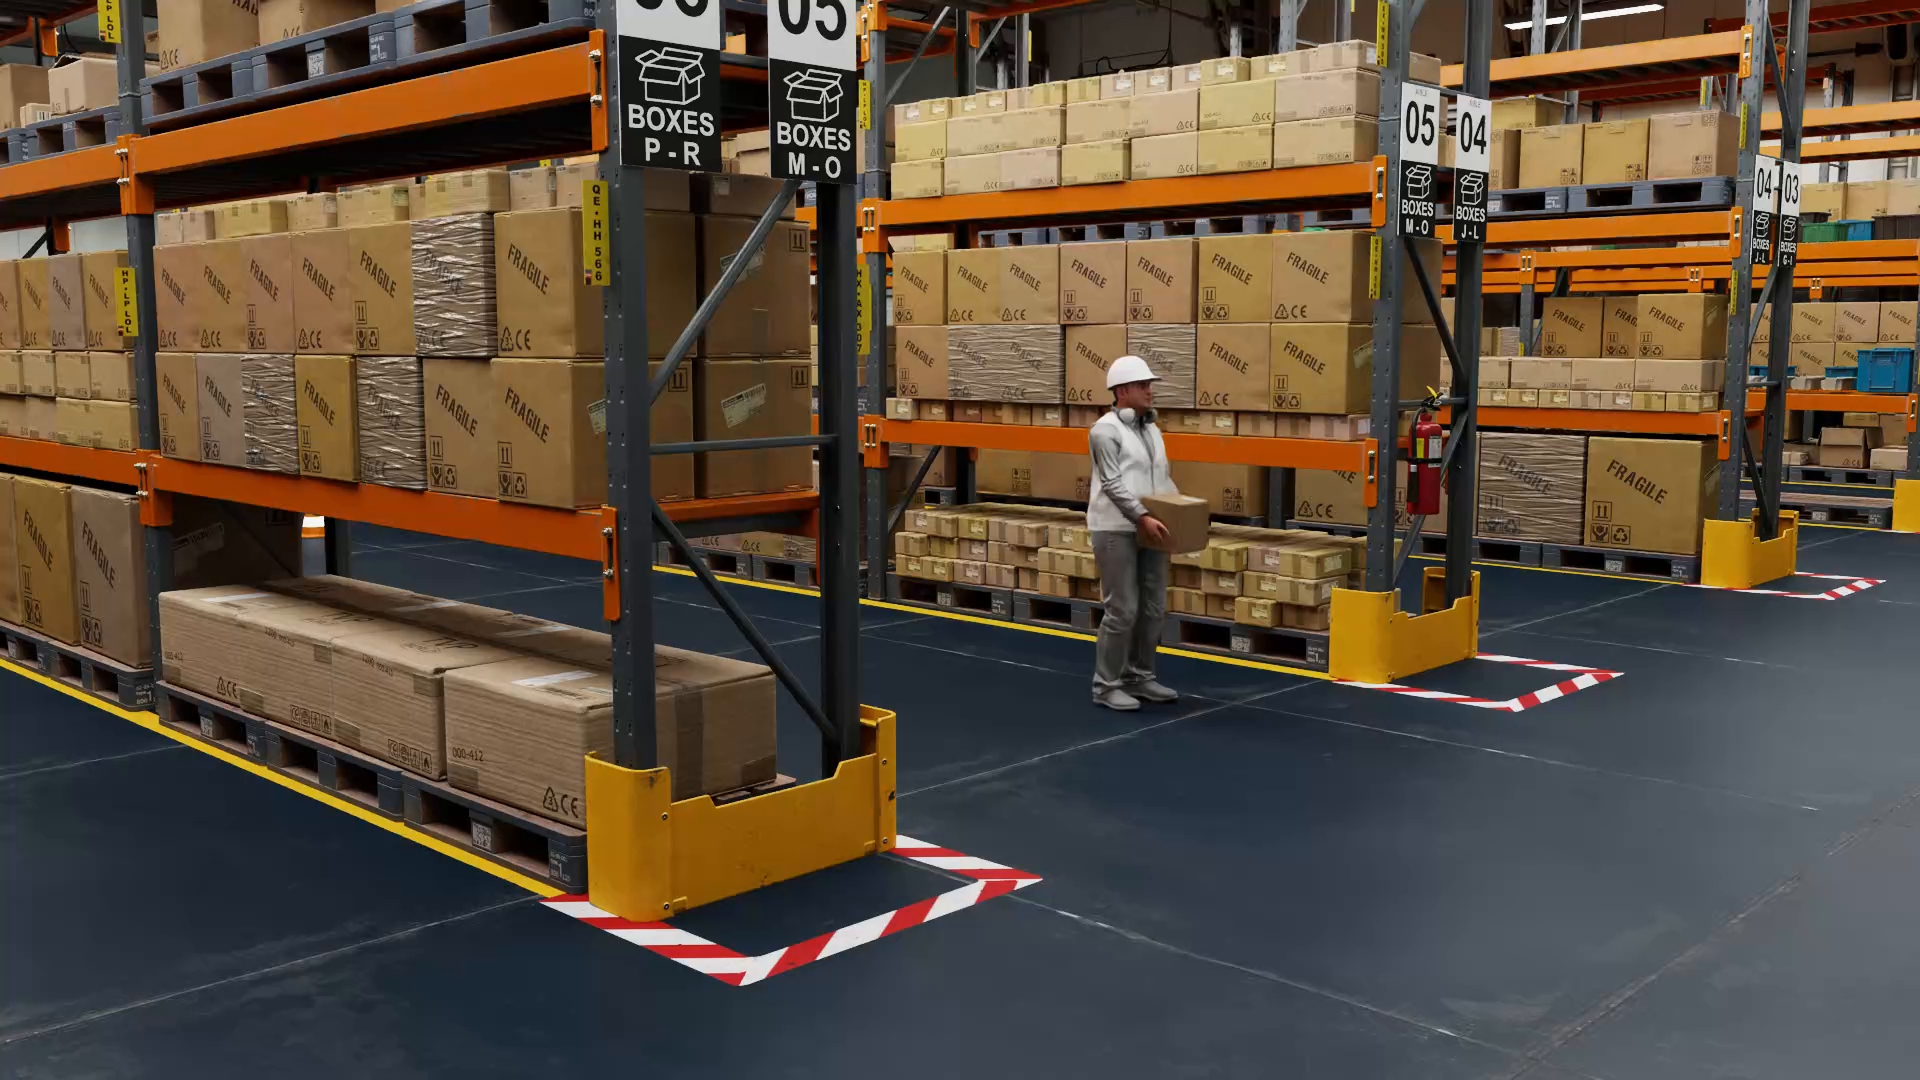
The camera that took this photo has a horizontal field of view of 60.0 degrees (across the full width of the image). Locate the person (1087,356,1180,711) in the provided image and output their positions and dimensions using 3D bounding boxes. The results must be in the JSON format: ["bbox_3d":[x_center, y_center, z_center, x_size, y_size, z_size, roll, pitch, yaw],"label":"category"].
[{"bbox_3d":[0.925,-0.040,8.447,0.529,1.778,0.519,7,10,43],"label":"person"}]
